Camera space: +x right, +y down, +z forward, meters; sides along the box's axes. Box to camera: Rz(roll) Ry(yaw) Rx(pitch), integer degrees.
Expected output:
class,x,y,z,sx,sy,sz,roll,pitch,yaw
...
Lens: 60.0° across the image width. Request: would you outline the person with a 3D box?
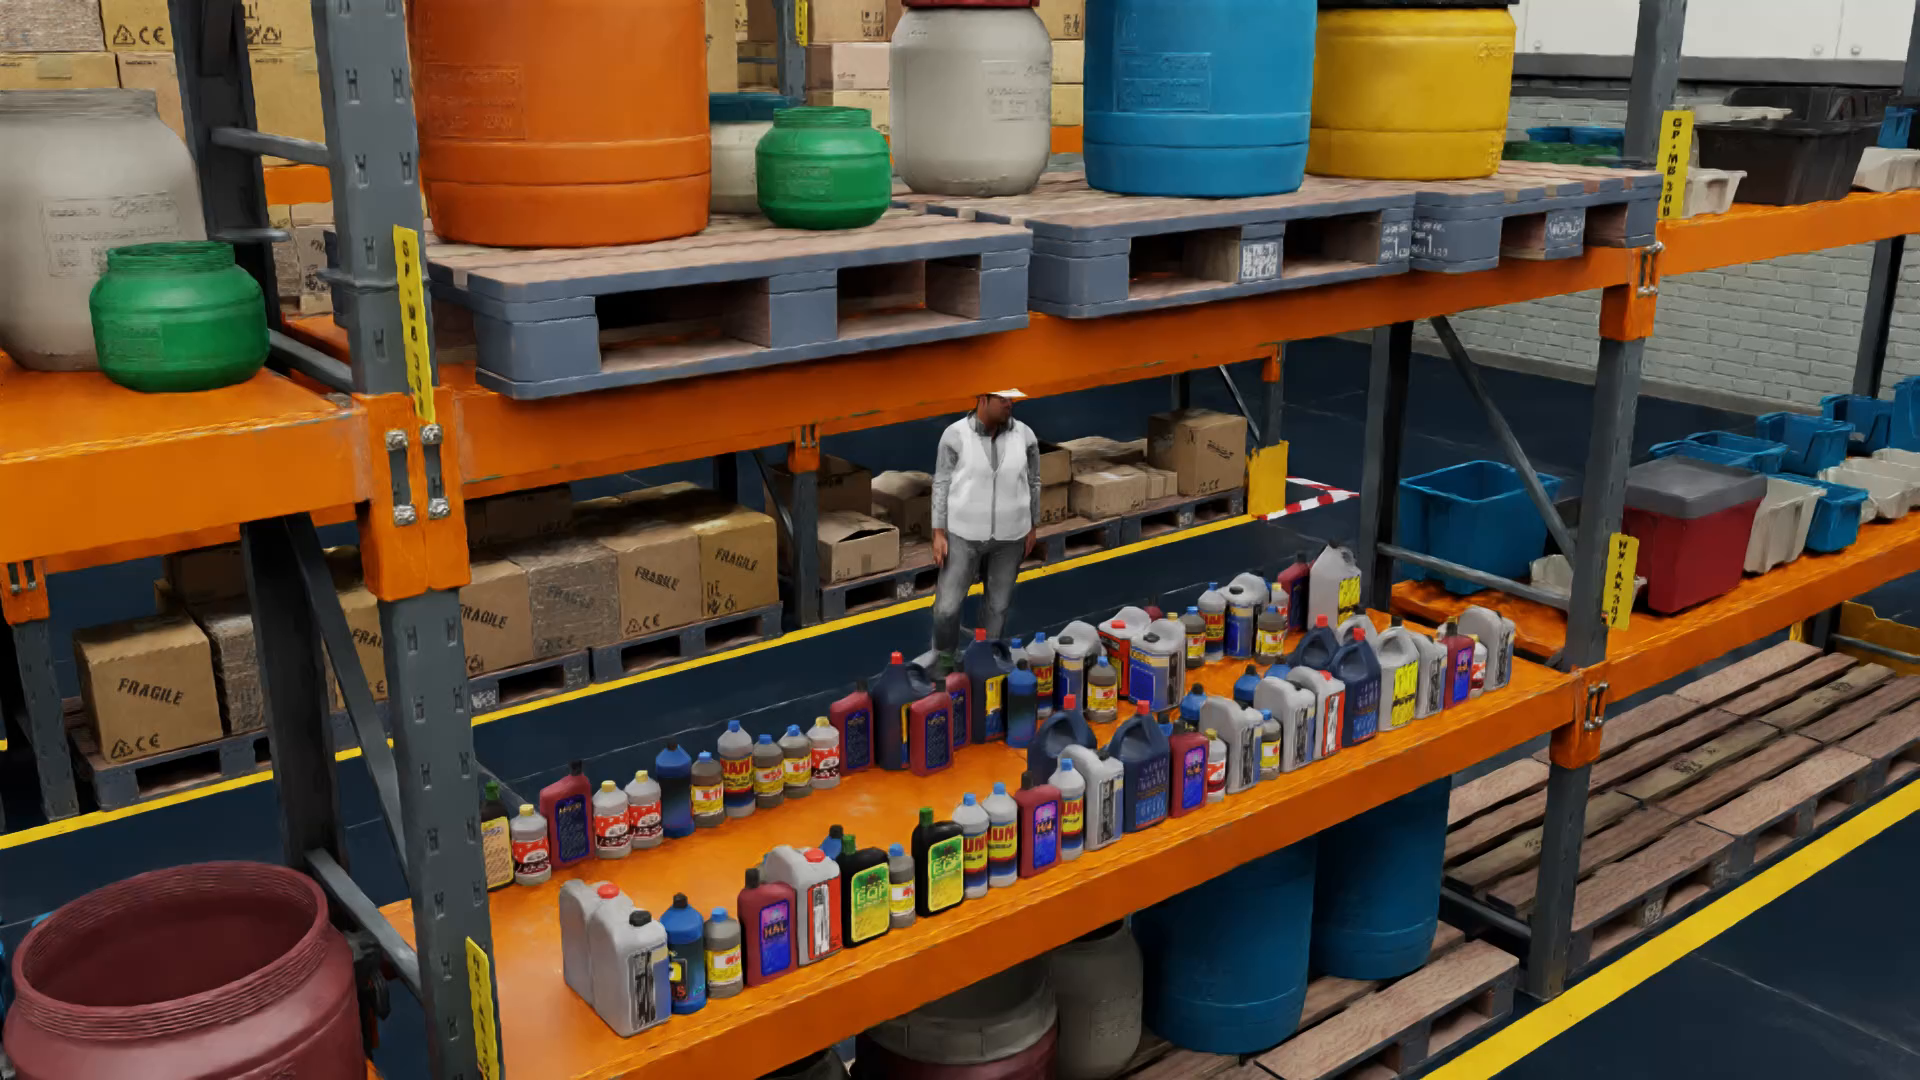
class,x,y,z,sx,sy,sz,roll,pitch,yaw
person,0.104,0.030,8.643,0.516,1.480,0.436,-3,18,-8
